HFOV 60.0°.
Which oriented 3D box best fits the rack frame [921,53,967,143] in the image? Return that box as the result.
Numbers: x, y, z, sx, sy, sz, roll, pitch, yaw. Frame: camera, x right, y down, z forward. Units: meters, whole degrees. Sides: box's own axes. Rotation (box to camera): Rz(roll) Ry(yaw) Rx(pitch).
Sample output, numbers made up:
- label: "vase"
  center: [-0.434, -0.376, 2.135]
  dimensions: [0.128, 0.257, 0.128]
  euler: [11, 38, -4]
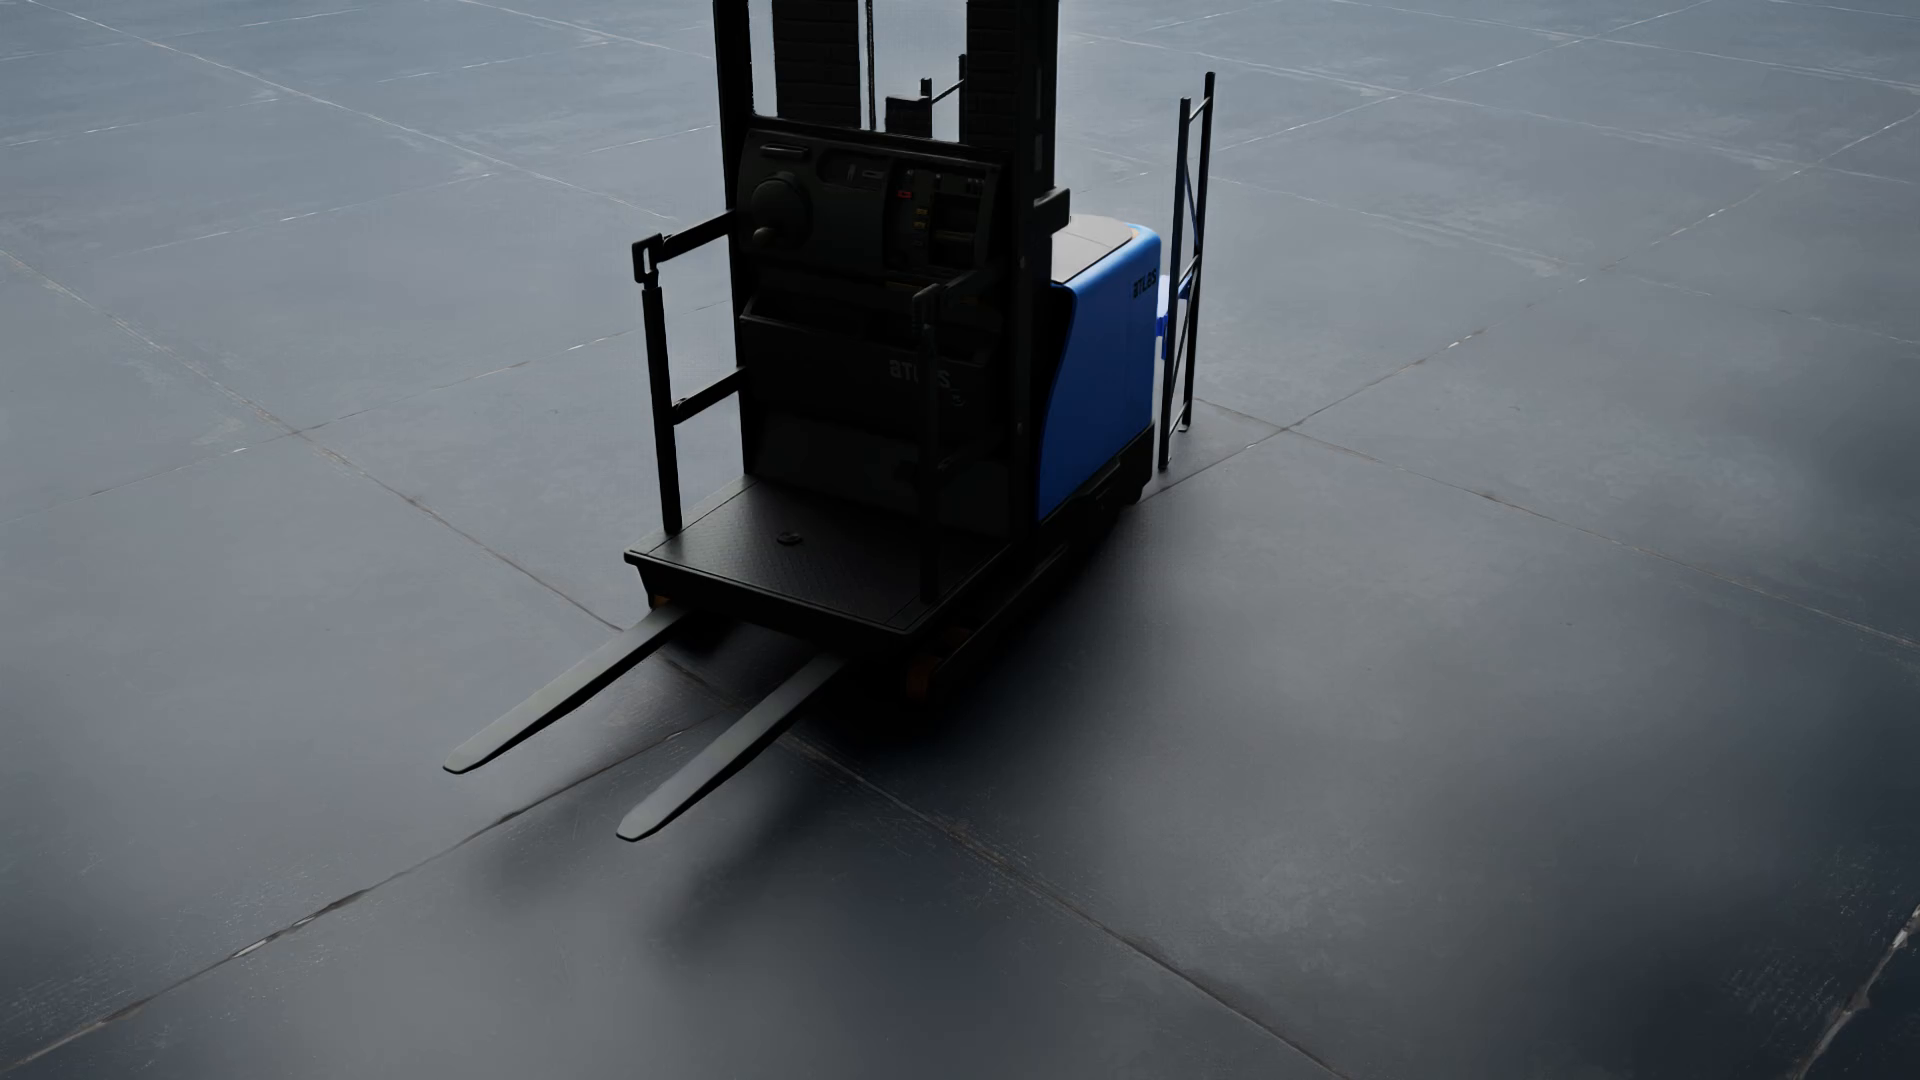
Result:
- label: "rack frame"
  center: [-0.055, -1.221, 6.961]
  dimensions: [0.032, 1.500, 0.500]
  euler: [9, 29, 17]

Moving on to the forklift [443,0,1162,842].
- label: "forklift"
  center: [-0.398, -1.013, 5.028]
  dimensions: [1.130, 2.935, 3.031]
  euler: [15, 31, 26]

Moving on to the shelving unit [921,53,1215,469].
- label: "shelving unit"
  center: [0.426, -1.144, 6.813]
  dimensions: [1.048, 1.500, 0.538]
  euler: [9, 29, 17]

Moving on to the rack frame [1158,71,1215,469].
- label: "rack frame"
  center: [0.906, -1.066, 6.666]
  dimensions: [0.032, 1.500, 0.500]
  euler: [9, 29, 17]

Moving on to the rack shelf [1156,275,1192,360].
- label: "rack shelf"
  center: [0.426, -0.984, 6.897]
  dimensions: [1.000, 0.185, 0.538]
  euler: [9, 29, 17]
